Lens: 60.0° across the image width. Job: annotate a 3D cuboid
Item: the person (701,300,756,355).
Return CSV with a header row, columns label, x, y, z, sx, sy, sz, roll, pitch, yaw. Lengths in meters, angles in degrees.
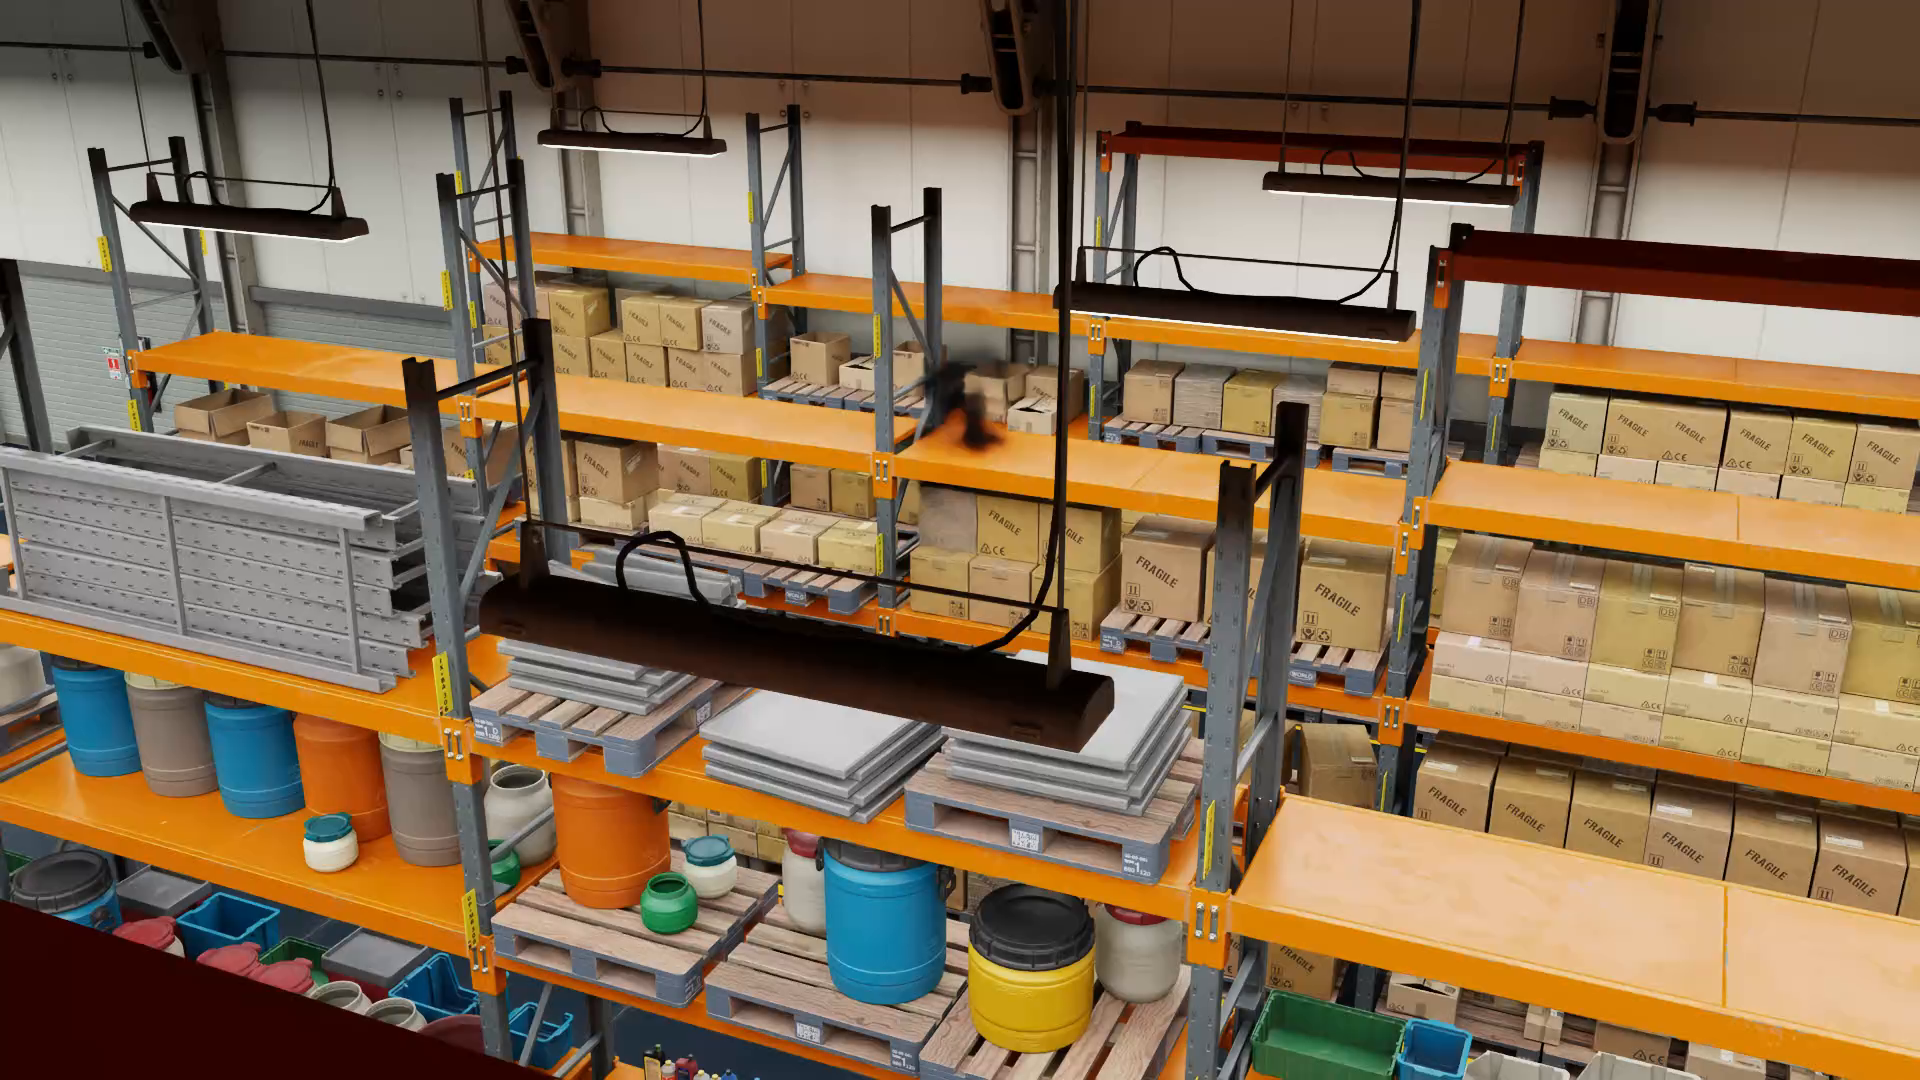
label,x,y,z,sx,sy,sz,roll,pitch,yaw
person,-9.757,1.385,13.563,19.439,3.778,5.645,-10,23,-26
